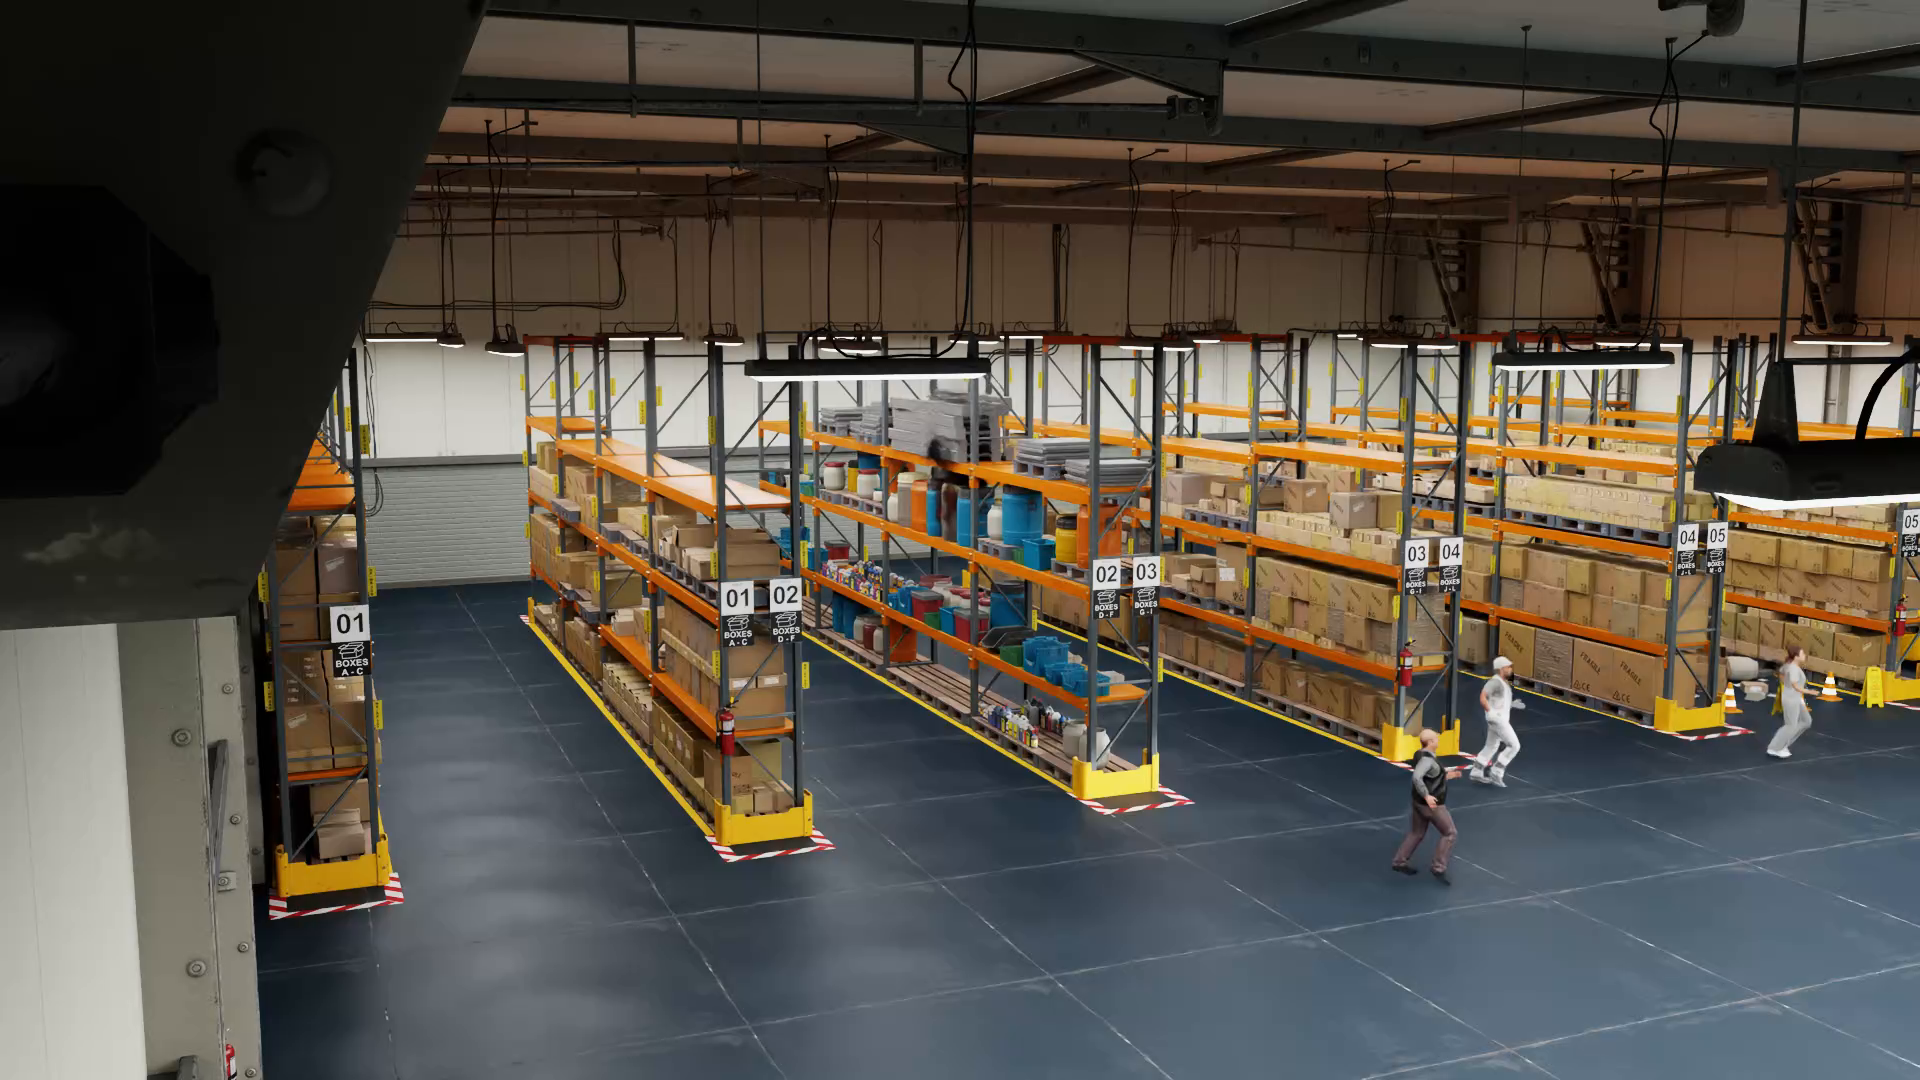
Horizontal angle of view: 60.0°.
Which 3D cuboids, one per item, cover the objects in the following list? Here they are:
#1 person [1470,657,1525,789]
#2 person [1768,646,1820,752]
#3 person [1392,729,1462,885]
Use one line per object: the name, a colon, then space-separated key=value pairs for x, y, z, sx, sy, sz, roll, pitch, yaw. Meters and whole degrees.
person: x=7.285 y=2.471 z=22.508 sx=0.678 sy=1.805 sz=0.647 roll=3 pitch=8 yaw=20
person: x=12.040 y=2.292 z=23.983 sx=0.627 sy=1.568 sz=0.584 roll=3 pitch=8 yaw=24
person: x=5.271 y=3.007 z=18.713 sx=0.752 sy=1.780 sz=0.624 roll=-1 pitch=8 yaw=-4
